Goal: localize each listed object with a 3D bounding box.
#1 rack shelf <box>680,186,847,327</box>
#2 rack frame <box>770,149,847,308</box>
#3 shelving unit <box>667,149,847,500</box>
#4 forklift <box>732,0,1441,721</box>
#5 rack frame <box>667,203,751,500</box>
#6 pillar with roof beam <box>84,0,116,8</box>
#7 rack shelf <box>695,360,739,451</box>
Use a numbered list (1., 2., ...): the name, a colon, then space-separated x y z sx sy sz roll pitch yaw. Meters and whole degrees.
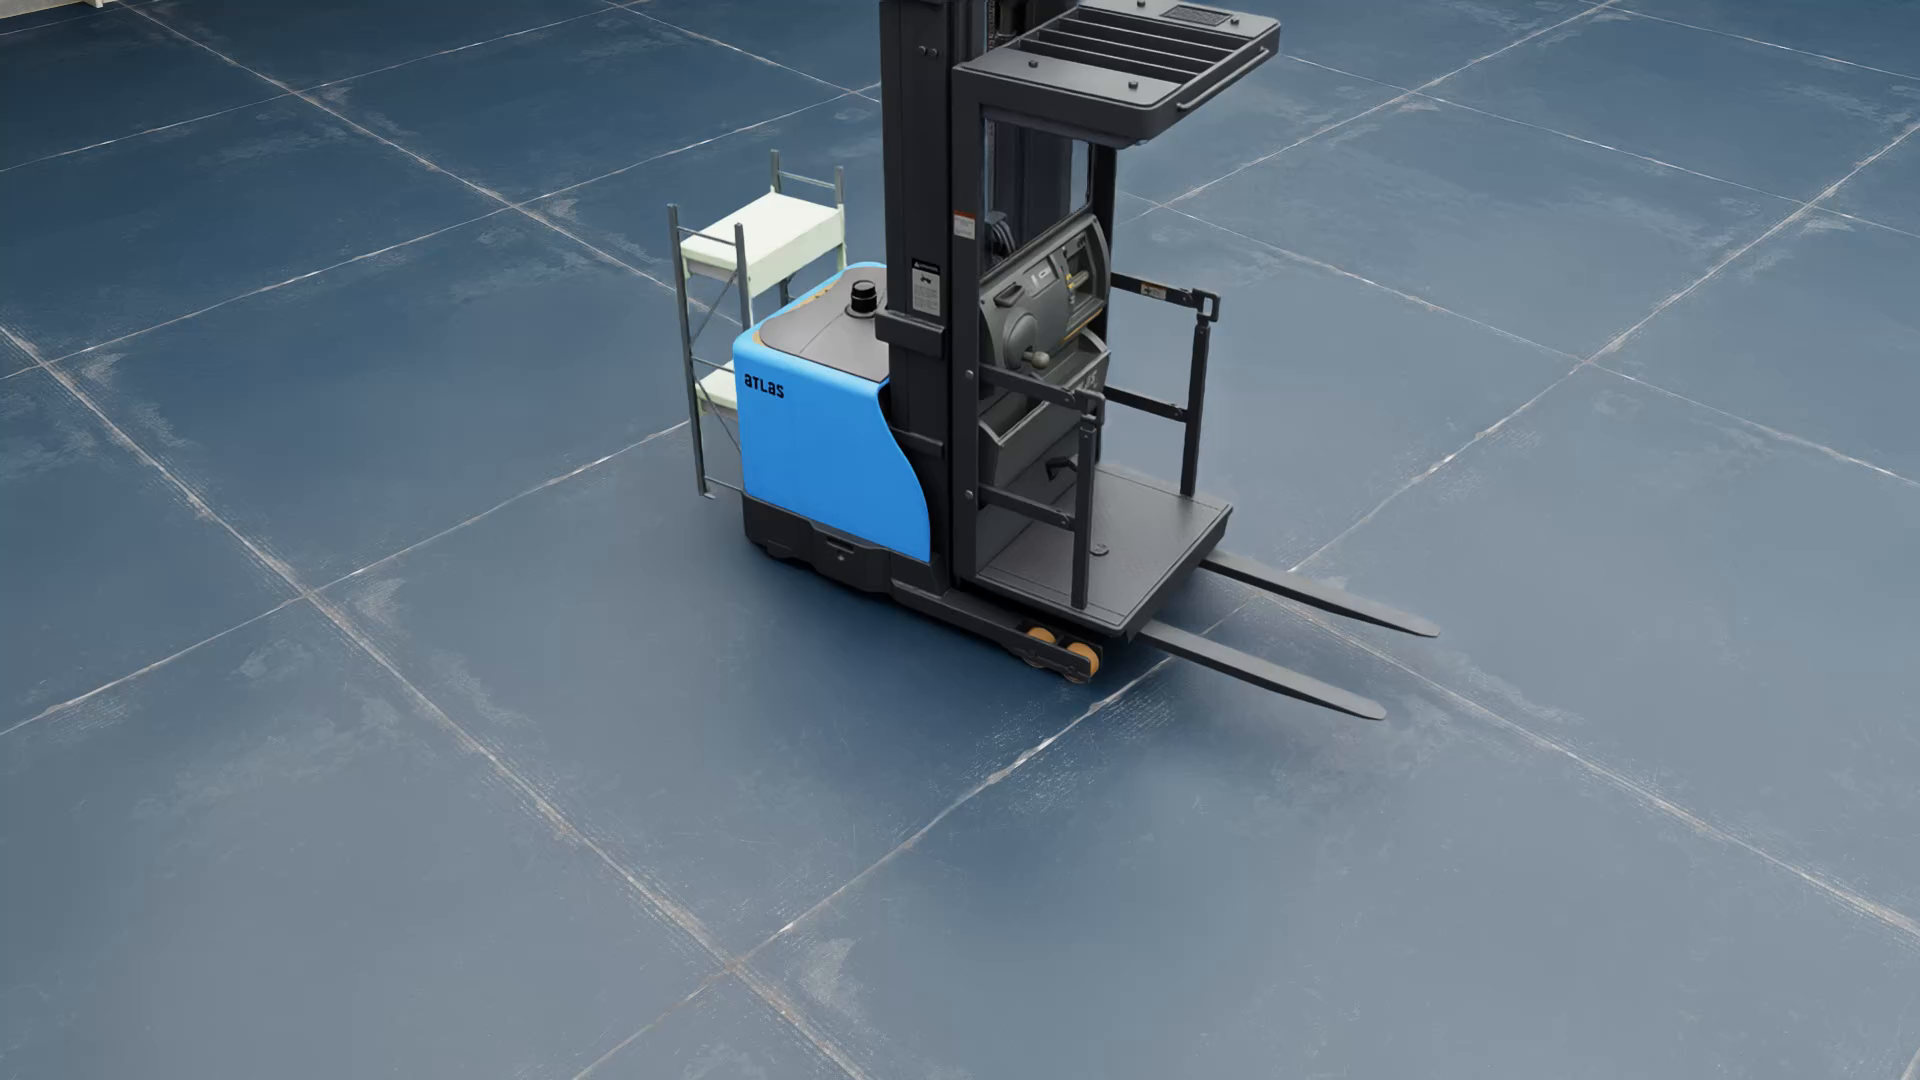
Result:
1. rack shelf: -0.901 -1.279 7.591 0.431 0.370 0.720 20 39 26
2. rack frame: -0.706 -1.137 8.068 0.400 1.500 0.023 20 39 26
3. shelving unit: -0.900 -0.959 7.814 0.431 1.500 0.755 20 39 26
4. forklift: 0.524 -0.956 6.558 3.031 2.935 1.130 20 40 26
5. rack frame: -1.094 -0.781 7.559 0.400 1.500 0.023 20 39 26
6. pillar with roof beam: -4.350 -6.682 9.465 9.100 9.000 0.400 30 45 35
7. rack shelf: -0.900 -0.692 8.000 0.431 0.370 0.720 20 39 26
